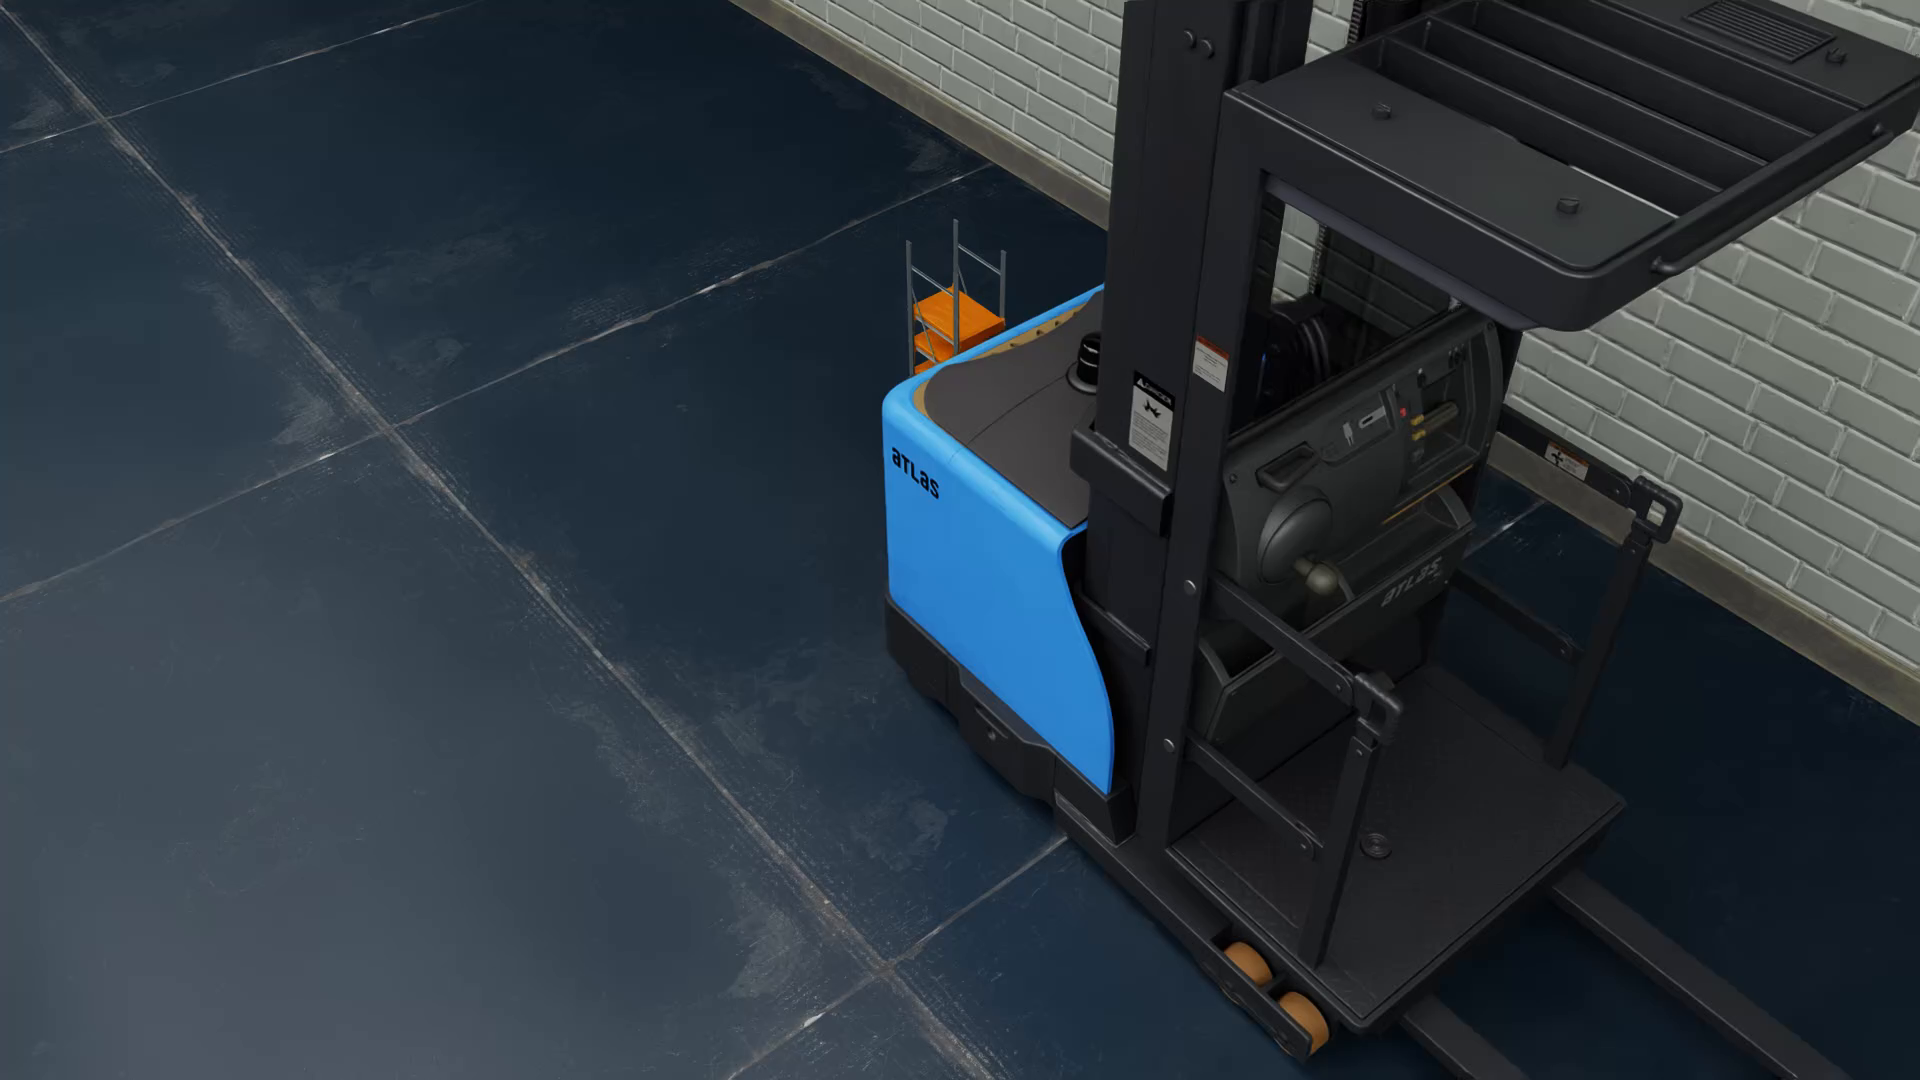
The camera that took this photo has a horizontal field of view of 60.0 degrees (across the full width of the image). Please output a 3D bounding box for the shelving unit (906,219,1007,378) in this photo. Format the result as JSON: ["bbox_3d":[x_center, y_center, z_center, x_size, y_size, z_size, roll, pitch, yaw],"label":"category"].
[{"bbox_3d":[-0.011,-0.431,5.332,0.189,1.200,0.258,-30,51,-28],"label":"shelving unit"}]

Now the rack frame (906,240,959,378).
[{"bbox_3d":[-0.081,-0.391,5.290,0.006,1.200,0.240,-30,51,-28],"label":"rack frame"}]

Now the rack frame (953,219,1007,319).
[{"bbox_3d":[0.059,-0.471,5.375,0.006,1.200,0.240,-30,51,-28],"label":"rack frame"}]

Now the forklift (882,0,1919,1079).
[{"bbox_3d":[1.083,-0.121,3.738,1.130,2.935,3.031,-29,50,-27],"label":"forklift"}]

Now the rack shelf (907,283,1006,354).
[{"bbox_3d":[-0.011,-0.661,5.116,0.180,0.103,0.258,-30,51,-28],"label":"rack shelf"}]

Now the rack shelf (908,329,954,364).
[{"bbox_3d":[-0.011,-0.574,5.199,0.180,0.103,0.258,-30,51,-28],"label":"rack shelf"}]

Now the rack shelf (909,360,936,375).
[{"bbox_3d":[-0.011,-0.486,5.281,0.180,0.103,0.258,-30,51,-28],"label":"rack shelf"}]
